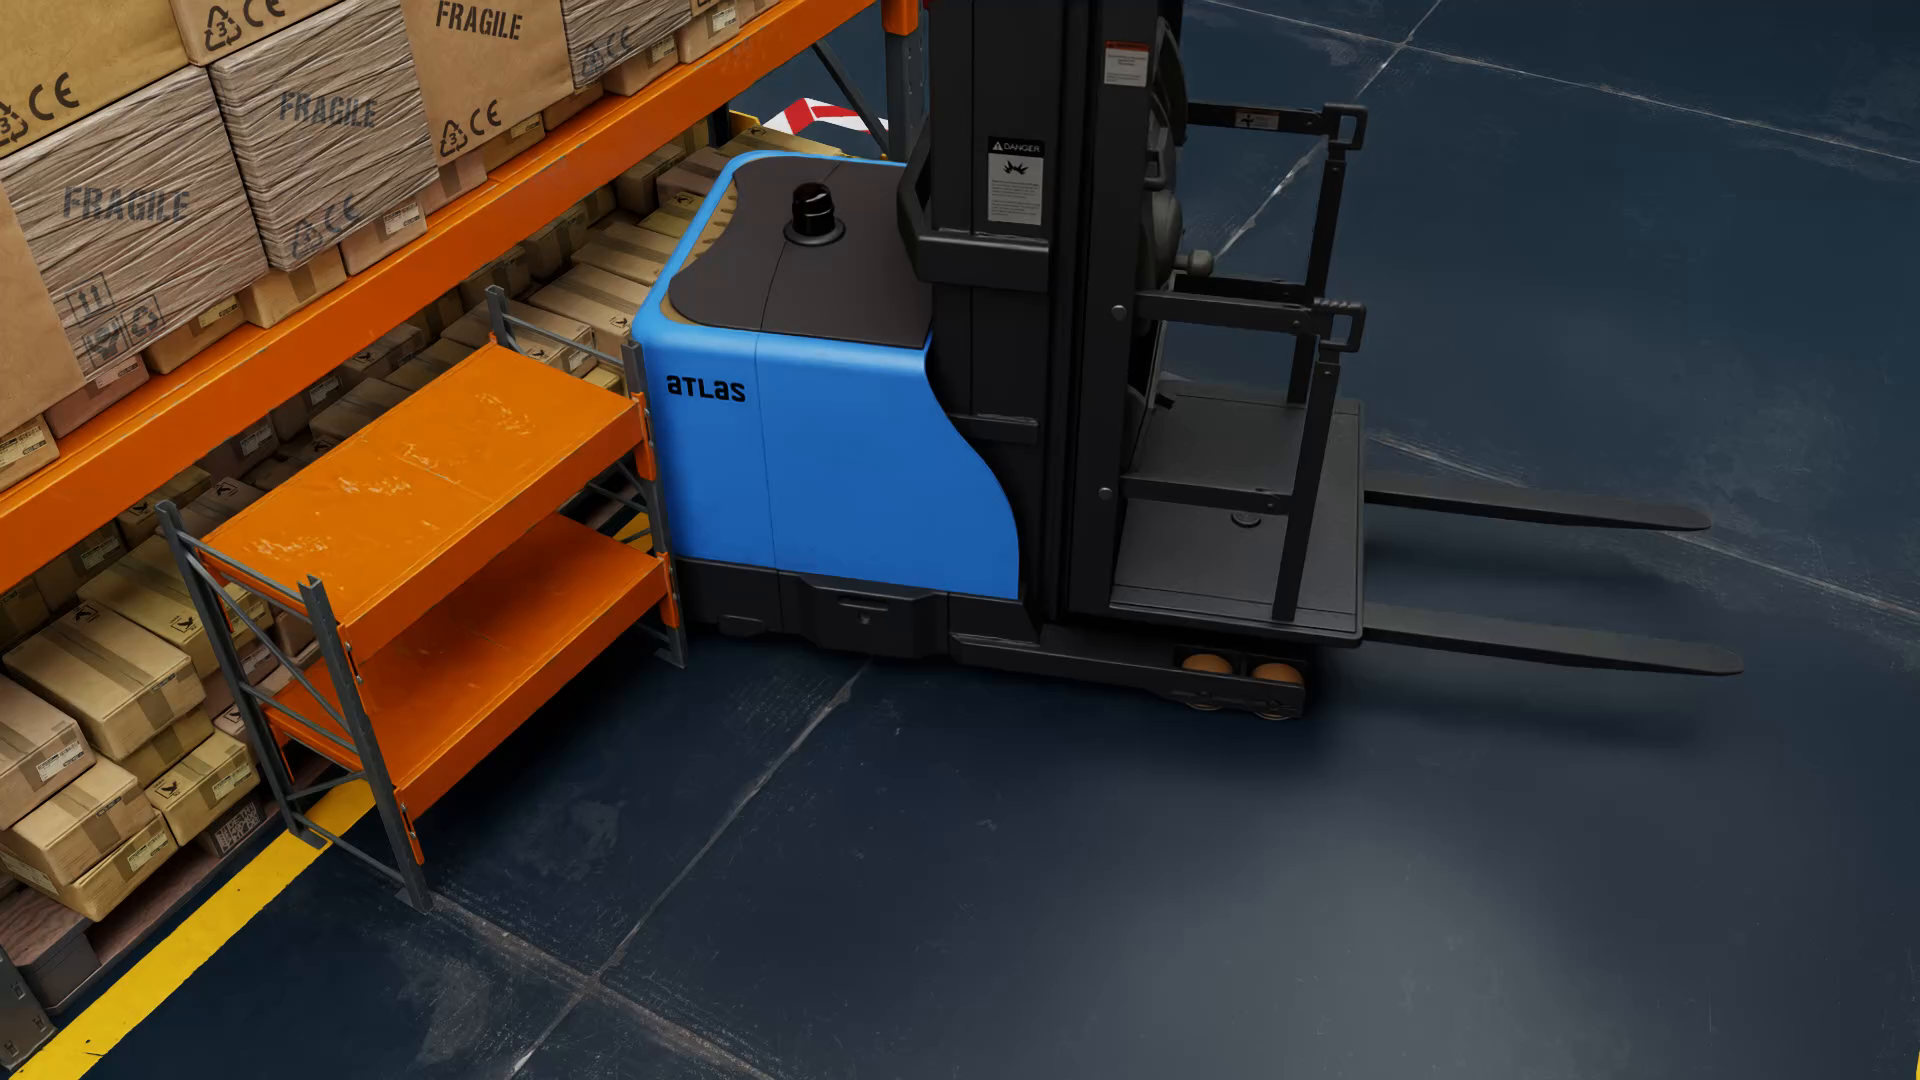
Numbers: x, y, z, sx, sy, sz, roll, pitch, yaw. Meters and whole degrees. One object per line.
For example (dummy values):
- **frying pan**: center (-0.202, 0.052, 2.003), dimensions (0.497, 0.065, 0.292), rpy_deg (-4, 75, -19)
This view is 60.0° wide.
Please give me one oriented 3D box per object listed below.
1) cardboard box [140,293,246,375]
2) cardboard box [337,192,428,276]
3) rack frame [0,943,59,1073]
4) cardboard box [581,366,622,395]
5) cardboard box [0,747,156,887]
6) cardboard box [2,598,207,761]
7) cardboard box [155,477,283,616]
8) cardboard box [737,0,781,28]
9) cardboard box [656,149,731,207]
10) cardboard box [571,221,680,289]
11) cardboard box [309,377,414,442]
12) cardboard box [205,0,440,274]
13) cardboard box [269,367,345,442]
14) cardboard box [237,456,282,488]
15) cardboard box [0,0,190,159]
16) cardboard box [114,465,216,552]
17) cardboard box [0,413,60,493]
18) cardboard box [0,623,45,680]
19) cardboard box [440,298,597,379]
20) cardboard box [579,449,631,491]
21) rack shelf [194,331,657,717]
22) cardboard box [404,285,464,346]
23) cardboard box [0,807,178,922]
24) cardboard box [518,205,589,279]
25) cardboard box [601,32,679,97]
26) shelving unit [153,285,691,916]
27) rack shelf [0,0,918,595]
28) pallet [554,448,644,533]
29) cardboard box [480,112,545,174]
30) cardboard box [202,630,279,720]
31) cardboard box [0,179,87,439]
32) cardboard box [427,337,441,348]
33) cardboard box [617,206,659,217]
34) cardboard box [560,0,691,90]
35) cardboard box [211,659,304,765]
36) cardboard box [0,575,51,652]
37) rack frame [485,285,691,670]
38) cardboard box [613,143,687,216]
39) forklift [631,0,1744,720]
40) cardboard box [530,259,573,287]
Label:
- **cardboard box**: center (-1.874, -0.548, 3.793), dimensions (0.380, 0.149, 0.250), rpy_deg (19, 45, 20)
- **cardboard box**: center (-1.551, -0.822, 4.104), dimensions (0.380, 0.149, 0.250), rpy_deg (23, 46, 24)
- **rack frame**: center (-2.593, -0.093, 3.086), dimensions (1.000, 3.000, 0.127), rpy_deg (21, 45, 22)
- **cardboard box**: center (-1.260, -0.446, 5.101), dimensions (0.380, 0.149, 0.250), rpy_deg (23, 46, 24)
- **cardboard box**: center (-2.135, 0.606, 3.906), dimensions (0.380, 0.149, 0.250), rpy_deg (23, 46, 24)
- **cardboard box**: center (-2.052, 0.330, 3.995), dimensions (0.380, 0.149, 0.250), rpy_deg (23, 46, 24)
- **cardboard box**: center (-1.858, 0.012, 4.356), dimensions (0.380, 0.149, 0.250), rpy_deg (20, 45, 21)
- **cardboard box**: center (-0.780, -1.729, 5.134), dimensions (0.380, 0.149, 0.250), rpy_deg (20, 45, 22)
- **cardboard box**: center (-0.813, -1.181, 5.711), dimensions (0.380, 0.149, 0.250), rpy_deg (22, 46, 23)
- **cardboard box**: center (-1.017, -0.864, 5.350), dimensions (0.380, 0.149, 0.250), rpy_deg (19, 45, 20)
- **cardboard box**: center (-1.595, -0.290, 4.699), dimensions (0.380, 0.149, 0.250), rpy_deg (19, 45, 20)
- **cardboard box**: center (-1.603, -1.004, 3.820), dimensions (0.500, 0.500, 0.500), rpy_deg (20, 45, 21)
- **cardboard box**: center (-2.052, -0.464, 4.897), dimensions (0.380, 0.149, 0.250), rpy_deg (19, 45, 21)
- **cardboard box**: center (-2.146, -0.159, 4.775), dimensions (0.380, 0.149, 0.250), rpy_deg (22, 46, 23)
- **cardboard box**: center (-1.910, -1.096, 3.168), dimensions (0.500, 0.500, 0.500), rpy_deg (20, 45, 21)
- **cardboard box**: center (-2.231, -0.120, 4.506), dimensions (0.380, 0.149, 0.250), rpy_deg (22, 46, 23)
- **cardboard box**: center (-2.103, -0.225, 3.426), dimensions (0.380, 0.149, 0.250), rpy_deg (22, 46, 23)
- **cardboard box**: center (-2.586, 0.264, 4.295), dimensions (0.380, 0.149, 0.250), rpy_deg (19, 45, 20)
- **cardboard box**: center (-1.331, -0.577, 5.025), dimensions (0.380, 0.149, 0.250), rpy_deg (19, 45, 21)
- **cardboard box**: center (-1.262, -0.334, 5.199), dimensions (0.380, 0.149, 0.250), rpy_deg (22, 46, 23)
- **rack shelf**: center (-1.274, -0.078, 4.044), dimensions (0.538, 0.278, 1.000), rpy_deg (22, 46, 23)
- **cardboard box**: center (-1.789, -0.746, 5.216), dimensions (0.380, 0.149, 0.250), rpy_deg (22, 46, 23)
- **cardboard box**: center (-2.133, 0.717, 4.005), dimensions (0.380, 0.149, 0.250), rpy_deg (19, 45, 20)
- **cardboard box**: center (-1.471, -1.037, 5.547), dimensions (0.380, 0.149, 0.250), rpy_deg (19, 45, 20)
- **cardboard box**: center (-1.044, -1.434, 4.799), dimensions (0.380, 0.149, 0.250), rpy_deg (19, 45, 20)
- **shelving unit**: center (-1.274, 0.142, 4.237), dimensions (0.538, 1.125, 1.048), rpy_deg (22, 46, 23)
- **rack shelf**: center (-1.593, -0.967, 4.623), dimensions (1.077, 0.370, 4.000), rpy_deg (21, 45, 22)
- **pallet**: center (-1.678, -0.143, 5.253), dimensions (1.003, 0.211, 1.213), rpy_deg (21, 45, 22)
- **cardboard box**: center (-1.350, -1.142, 4.467), dimensions (0.380, 0.149, 0.250), rpy_deg (22, 46, 23)
- **cardboard box**: center (-1.995, 0.280, 4.276), dimensions (0.380, 0.149, 0.250), rpy_deg (21, 45, 22)
- **cardboard box**: center (-2.127, -0.442, 3.182), dimensions (0.500, 0.500, 0.500), rpy_deg (20, 45, 21)
- **cardboard box**: center (-1.681, -0.596, 5.271), dimensions (0.380, 0.149, 0.250), rpy_deg (23, 46, 24)
- **cardboard box**: center (-1.262, -1.228, 5.989), dimensions (0.380, 0.149, 0.250), rpy_deg (21, 45, 22)
- **cardboard box**: center (-1.101, -1.602, 4.499), dimensions (0.500, 0.500, 0.500), rpy_deg (21, 46, 22)
- **cardboard box**: center (-1.920, 0.406, 4.359), dimensions (0.380, 0.149, 0.250), rpy_deg (21, 45, 22)
- **cardboard box**: center (-2.547, 0.147, 4.202), dimensions (0.380, 0.149, 0.250), rpy_deg (21, 46, 23)
- **rack frame**: center (-1.005, -0.143, 4.561), dimensions (0.500, 1.125, 0.032), rpy_deg (22, 46, 23)
- **cardboard box**: center (-1.182, -1.308, 5.854), dimensions (0.380, 0.149, 0.250), rpy_deg (22, 46, 23)
- **forklift**: center (0.700, -0.977, 4.141), dimensions (3.031, 2.935, 1.130), rpy_deg (7, 42, 8)
- **cardboard box**: center (-1.530, -0.948, 5.671), dimensions (0.380, 0.149, 0.250), rpy_deg (22, 46, 23)
